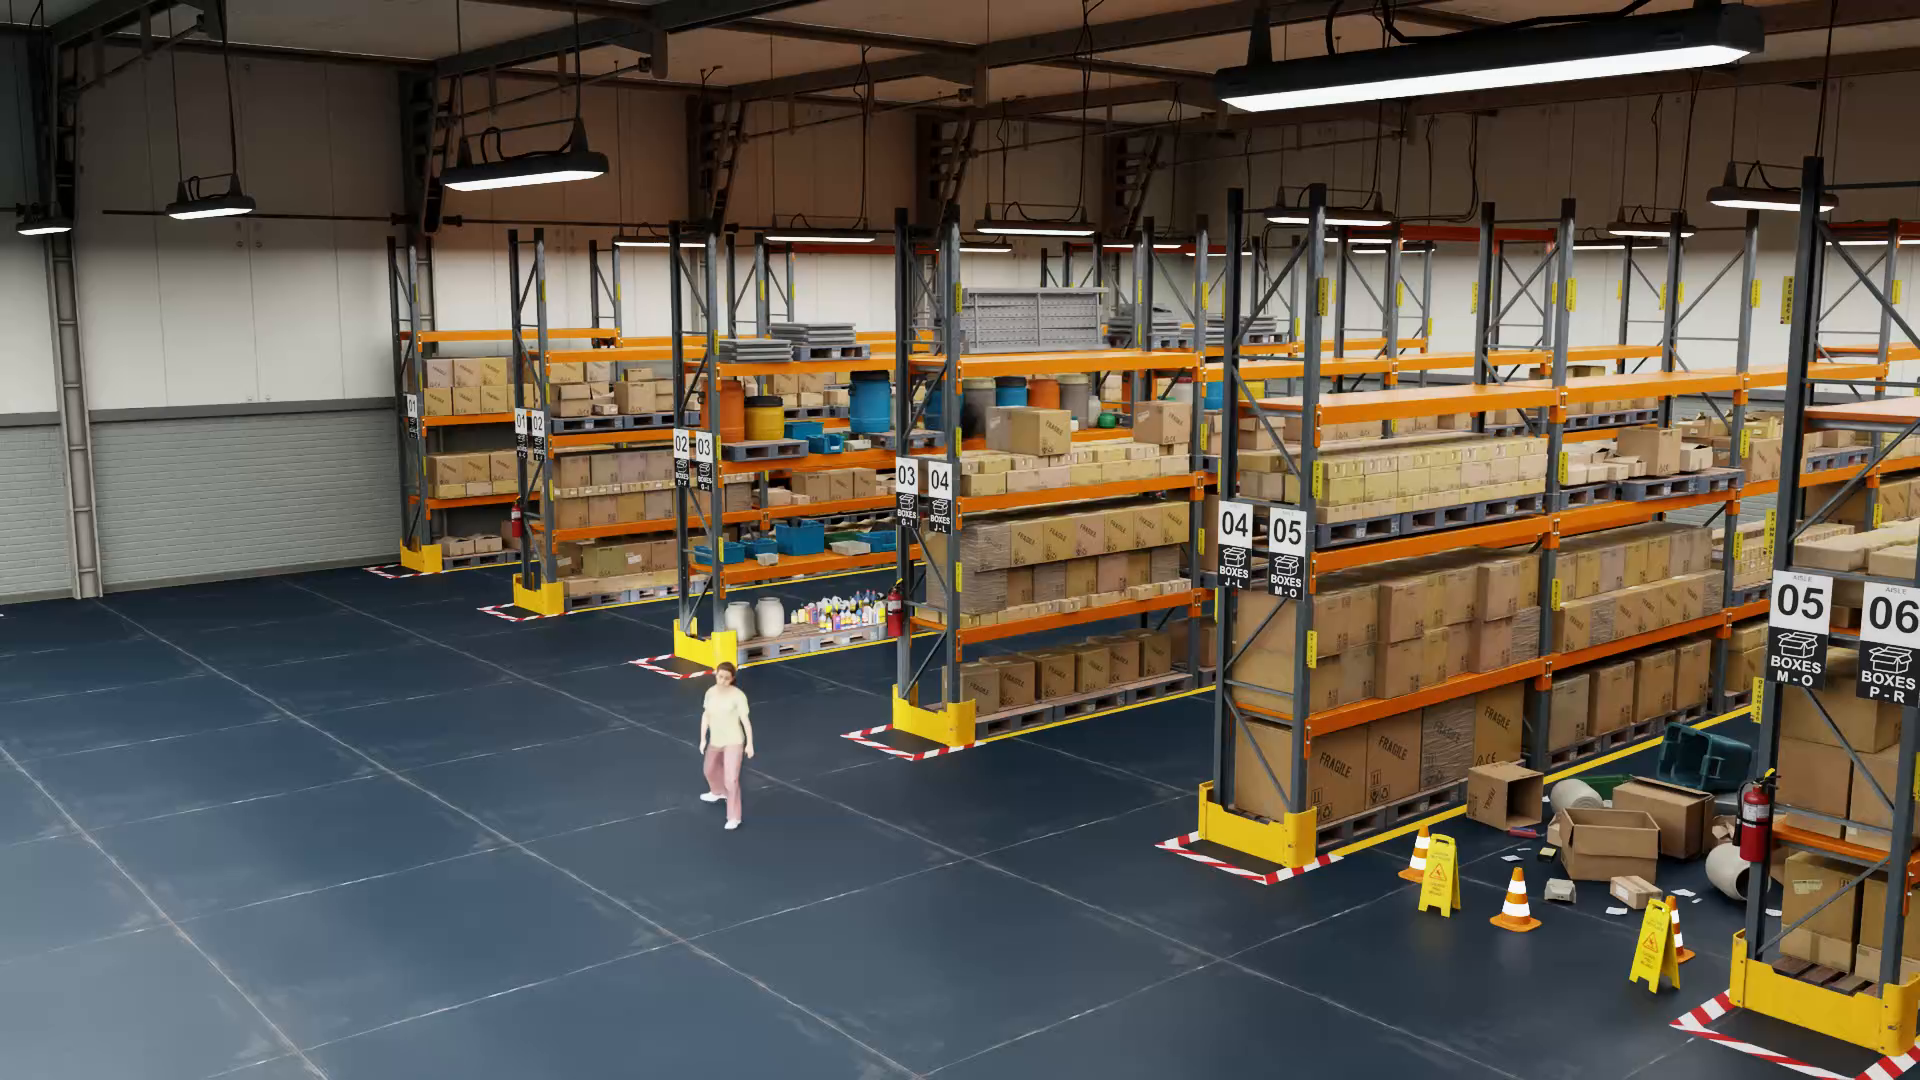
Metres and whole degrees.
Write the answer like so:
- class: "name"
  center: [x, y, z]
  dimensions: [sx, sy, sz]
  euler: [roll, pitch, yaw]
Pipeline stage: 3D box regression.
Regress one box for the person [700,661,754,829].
- class: "person"
  center: [-2.313, 1.911, 16.116]
  dimensions: [0.750, 1.602, 0.707]
  euler: [4, 10, 26]
